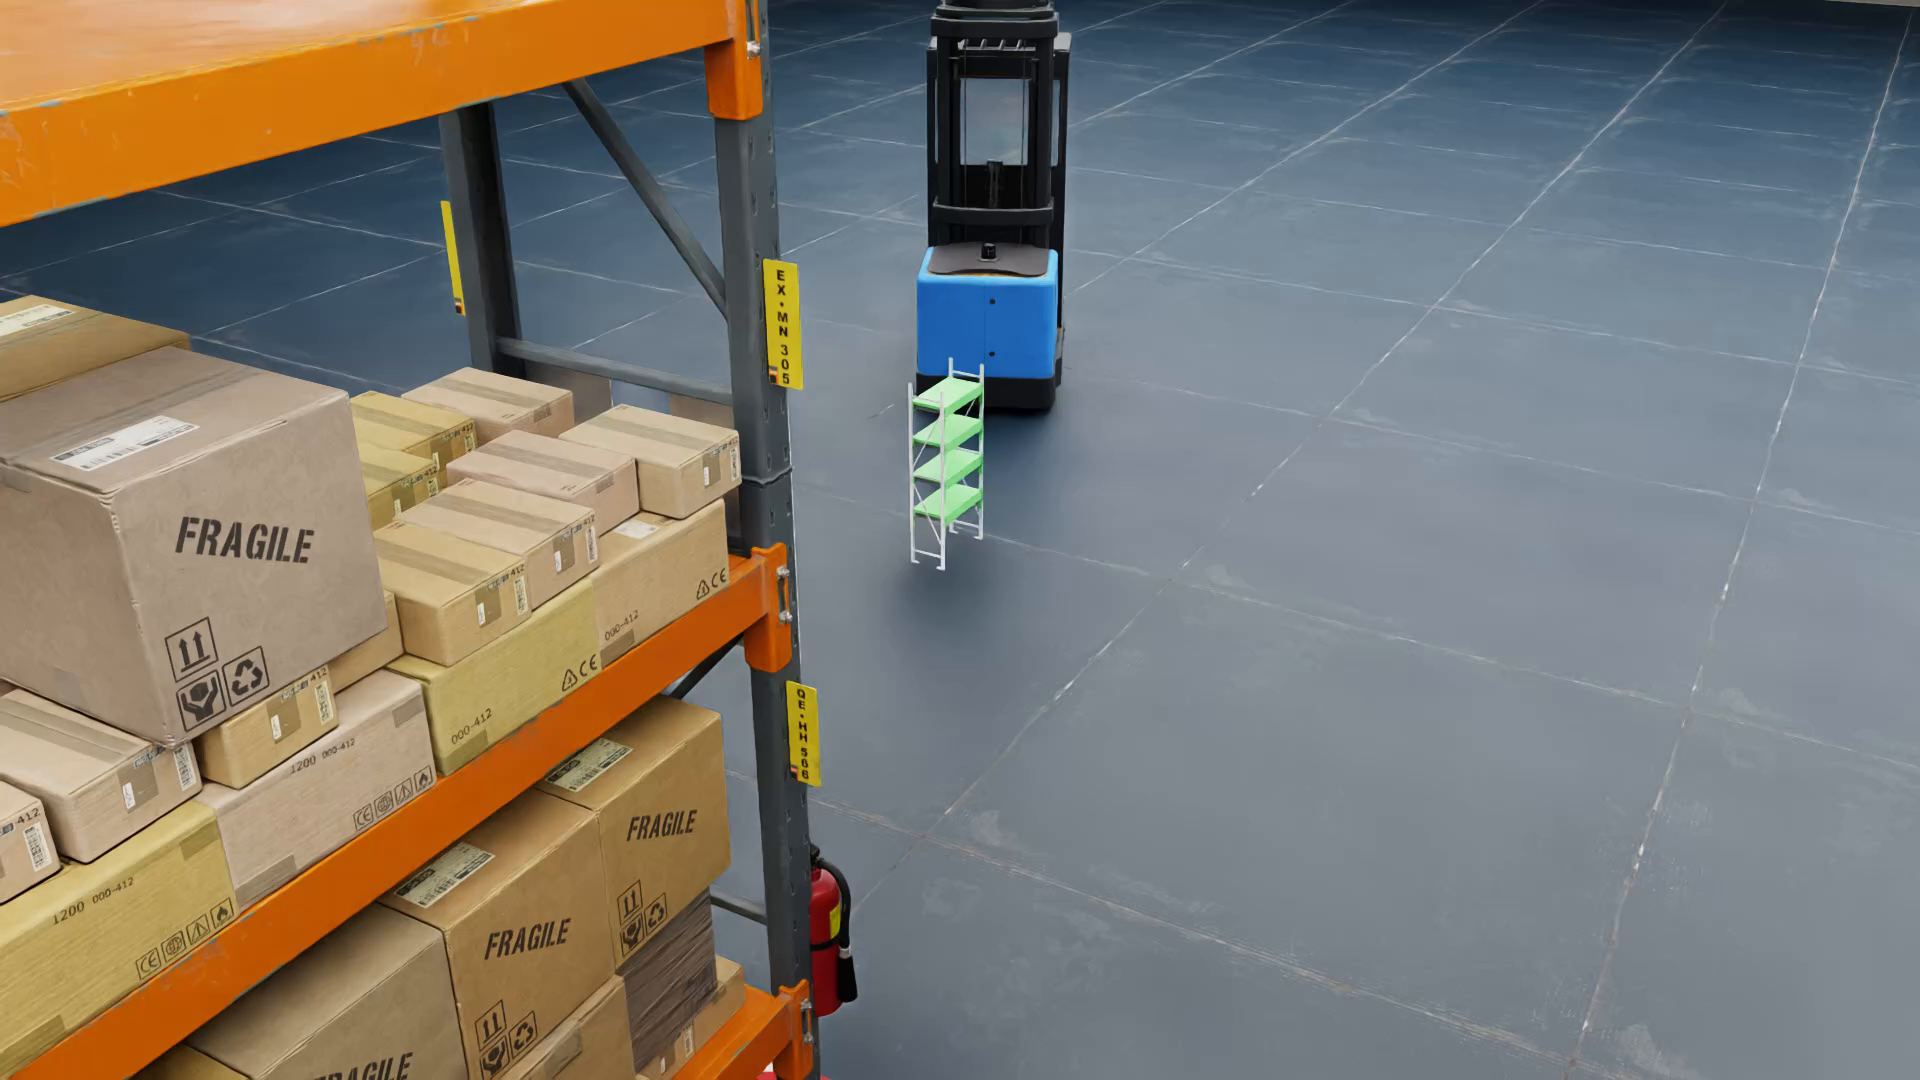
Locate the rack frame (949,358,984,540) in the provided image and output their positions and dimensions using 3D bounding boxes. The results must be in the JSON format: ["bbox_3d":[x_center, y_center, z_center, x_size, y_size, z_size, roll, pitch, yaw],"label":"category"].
[{"bbox_3d":[0.039,-0.567,10.543,0.240,1.200,0.015,14,30,26],"label":"rack frame"}]

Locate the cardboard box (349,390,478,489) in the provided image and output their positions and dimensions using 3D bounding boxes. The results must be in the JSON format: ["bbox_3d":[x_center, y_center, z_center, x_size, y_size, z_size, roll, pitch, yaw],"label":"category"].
[{"bbox_3d":[-1.460,-0.242,4.253,0.380,0.149,0.250,15,30,27],"label":"cardboard box"}]

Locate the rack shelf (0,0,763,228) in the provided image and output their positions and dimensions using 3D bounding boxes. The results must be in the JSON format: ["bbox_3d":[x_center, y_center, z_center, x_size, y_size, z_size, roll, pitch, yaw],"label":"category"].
[{"bbox_3d":[-1.895,-0.505,2.514,1.077,0.370,4.000,14,30,26],"label":"rack shelf"}]

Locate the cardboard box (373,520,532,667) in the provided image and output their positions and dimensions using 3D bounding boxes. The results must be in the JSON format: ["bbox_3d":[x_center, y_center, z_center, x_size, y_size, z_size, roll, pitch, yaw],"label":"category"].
[{"bbox_3d":[-1.148,0.108,3.554,0.380,0.149,0.250,14,30,26],"label":"cardboard box"}]

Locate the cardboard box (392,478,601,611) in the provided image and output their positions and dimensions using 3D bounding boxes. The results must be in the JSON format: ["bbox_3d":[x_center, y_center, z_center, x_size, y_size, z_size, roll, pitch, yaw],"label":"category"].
[{"bbox_3d":[-1.045,0.005,3.760,0.380,0.149,0.250,13,29,24],"label":"cardboard box"}]

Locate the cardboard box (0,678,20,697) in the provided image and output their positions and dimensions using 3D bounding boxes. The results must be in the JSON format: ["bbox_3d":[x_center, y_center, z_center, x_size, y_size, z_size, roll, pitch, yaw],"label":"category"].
[{"bbox_3d":[-2.000,0.285,3.200,0.380,0.149,0.250,14,30,26],"label":"cardboard box"}]

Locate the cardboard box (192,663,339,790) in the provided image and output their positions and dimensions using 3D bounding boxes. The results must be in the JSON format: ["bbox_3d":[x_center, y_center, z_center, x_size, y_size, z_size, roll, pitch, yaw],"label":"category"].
[{"bbox_3d":[-1.422,0.304,3.162,0.380,0.149,0.250,13,29,24],"label":"cardboard box"}]

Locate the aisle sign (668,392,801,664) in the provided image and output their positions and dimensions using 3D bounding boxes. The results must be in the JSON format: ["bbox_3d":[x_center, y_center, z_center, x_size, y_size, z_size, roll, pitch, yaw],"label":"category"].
[{"bbox_3d":[-0.619,-0.046,4.587,0.394,0.787,0.004,14,30,26],"label":"aisle sign"}]

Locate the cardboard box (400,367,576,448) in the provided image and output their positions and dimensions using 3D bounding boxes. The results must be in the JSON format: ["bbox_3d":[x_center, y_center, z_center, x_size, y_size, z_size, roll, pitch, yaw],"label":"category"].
[{"bbox_3d":[-1.248,-0.322,4.413,0.380,0.149,0.250,14,30,26],"label":"cardboard box"}]

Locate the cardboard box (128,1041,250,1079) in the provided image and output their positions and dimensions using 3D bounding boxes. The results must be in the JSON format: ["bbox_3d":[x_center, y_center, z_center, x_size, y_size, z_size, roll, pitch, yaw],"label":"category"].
[{"bbox_3d":[-1.709,1.302,3.237,0.500,0.500,0.500,14,30,26],"label":"cardboard box"}]

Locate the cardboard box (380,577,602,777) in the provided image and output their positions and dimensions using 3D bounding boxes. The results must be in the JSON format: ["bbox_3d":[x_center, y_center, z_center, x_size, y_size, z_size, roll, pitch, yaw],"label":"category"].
[{"bbox_3d":[-1.170,0.239,3.737,0.500,0.250,0.500,14,30,26],"label":"cardboard box"}]

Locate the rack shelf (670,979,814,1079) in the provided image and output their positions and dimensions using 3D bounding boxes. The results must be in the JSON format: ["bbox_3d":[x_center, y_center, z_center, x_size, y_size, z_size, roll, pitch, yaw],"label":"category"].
[{"bbox_3d":[-1.895,2.176,3.856,1.077,0.370,4.000,14,30,26],"label":"rack shelf"}]

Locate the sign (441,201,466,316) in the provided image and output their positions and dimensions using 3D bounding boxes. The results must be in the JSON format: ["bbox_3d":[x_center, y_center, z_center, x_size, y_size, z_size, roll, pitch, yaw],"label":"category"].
[{"bbox_3d":[-1.384,-0.777,4.624,0.100,0.325,0.005,14,30,26],"label":"sign"}]

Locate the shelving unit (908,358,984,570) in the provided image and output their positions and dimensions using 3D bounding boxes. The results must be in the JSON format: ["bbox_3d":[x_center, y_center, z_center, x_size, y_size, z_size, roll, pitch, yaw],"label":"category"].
[{"bbox_3d":[-0.081,-0.472,10.353,0.258,1.200,0.503,14,30,26],"label":"shelving unit"}]

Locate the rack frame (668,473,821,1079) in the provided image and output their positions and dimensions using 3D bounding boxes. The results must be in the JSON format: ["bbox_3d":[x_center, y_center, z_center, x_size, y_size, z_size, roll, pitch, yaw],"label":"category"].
[{"bbox_3d":[-0.911,1.075,5.252,1.000,3.000,0.127,14,30,26],"label":"rack frame"}]

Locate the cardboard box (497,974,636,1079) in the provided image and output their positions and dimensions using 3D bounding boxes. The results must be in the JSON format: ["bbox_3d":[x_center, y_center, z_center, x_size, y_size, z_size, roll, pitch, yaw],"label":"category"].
[{"bbox_3d":[-1.347,1.326,4.305,0.875,0.500,0.500,14,30,26],"label":"cardboard box"}]

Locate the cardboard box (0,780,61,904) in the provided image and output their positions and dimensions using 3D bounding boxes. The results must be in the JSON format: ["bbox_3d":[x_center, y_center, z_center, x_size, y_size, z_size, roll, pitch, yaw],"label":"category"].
[{"bbox_3d":[-1.745,0.498,2.776,0.380,0.149,0.250,15,30,27],"label":"cardboard box"}]

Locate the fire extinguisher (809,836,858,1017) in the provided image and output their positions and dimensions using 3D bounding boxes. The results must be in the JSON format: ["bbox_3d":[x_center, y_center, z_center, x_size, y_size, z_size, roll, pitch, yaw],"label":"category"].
[{"bbox_3d":[-0.454,1.166,5.156,0.296,0.674,0.183,14,30,26],"label":"fire extinguisher"}]

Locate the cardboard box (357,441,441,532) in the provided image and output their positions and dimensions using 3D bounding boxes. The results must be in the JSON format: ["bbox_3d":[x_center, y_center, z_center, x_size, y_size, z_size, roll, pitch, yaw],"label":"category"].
[{"bbox_3d":[-1.477,-0.116,4.002,0.380,0.149,0.250,14,30,25],"label":"cardboard box"}]

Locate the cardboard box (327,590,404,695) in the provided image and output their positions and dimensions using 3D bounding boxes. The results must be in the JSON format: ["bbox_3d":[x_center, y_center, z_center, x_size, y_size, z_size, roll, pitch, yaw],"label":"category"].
[{"bbox_3d":[-1.378,0.177,3.416,0.380,0.149,0.250,15,30,27],"label":"cardboard box"}]

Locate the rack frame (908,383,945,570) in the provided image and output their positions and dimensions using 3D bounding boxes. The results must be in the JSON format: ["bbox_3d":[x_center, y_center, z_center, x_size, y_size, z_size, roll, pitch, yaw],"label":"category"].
[{"bbox_3d":[-0.201,-0.377,10.163,0.240,1.200,0.015,14,30,26],"label":"rack frame"}]

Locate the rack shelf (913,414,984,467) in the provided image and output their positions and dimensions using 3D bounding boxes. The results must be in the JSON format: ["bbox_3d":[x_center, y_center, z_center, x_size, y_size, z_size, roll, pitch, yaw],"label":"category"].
[{"bbox_3d":[-0.081,-0.629,10.274,0.258,0.148,0.480,14,30,26],"label":"rack shelf"}]

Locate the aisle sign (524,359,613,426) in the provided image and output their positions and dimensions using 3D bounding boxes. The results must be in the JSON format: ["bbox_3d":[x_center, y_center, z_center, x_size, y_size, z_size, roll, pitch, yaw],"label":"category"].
[{"bbox_3d":[-1.142,-0.178,4.851,0.394,0.787,0.004,14,30,26],"label":"aisle sign"}]

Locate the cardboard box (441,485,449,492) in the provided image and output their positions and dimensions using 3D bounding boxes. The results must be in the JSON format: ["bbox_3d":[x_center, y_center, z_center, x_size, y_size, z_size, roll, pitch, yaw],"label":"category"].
[{"bbox_3d":[-1.373,-0.069,4.353,0.500,0.250,0.500,15,30,28],"label":"cardboard box"}]

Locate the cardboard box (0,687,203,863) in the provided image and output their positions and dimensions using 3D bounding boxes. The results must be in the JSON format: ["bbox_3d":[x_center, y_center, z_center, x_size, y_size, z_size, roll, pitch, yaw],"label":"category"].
[{"bbox_3d":[-1.598,0.401,2.969,0.380,0.149,0.250,13,29,24],"label":"cardboard box"}]

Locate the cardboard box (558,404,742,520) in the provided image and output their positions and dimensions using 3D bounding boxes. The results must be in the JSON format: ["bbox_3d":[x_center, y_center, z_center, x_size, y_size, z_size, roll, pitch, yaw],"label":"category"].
[{"bbox_3d":[-0.776,-0.201,4.172,0.380,0.149,0.250,14,30,26],"label":"cardboard box"}]

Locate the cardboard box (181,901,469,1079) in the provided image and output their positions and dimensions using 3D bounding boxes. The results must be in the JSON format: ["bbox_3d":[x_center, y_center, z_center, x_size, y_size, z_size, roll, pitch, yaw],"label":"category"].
[{"bbox_3d":[-1.456,1.109,3.623,0.500,0.500,0.500,14,30,26],"label":"cardboard box"}]

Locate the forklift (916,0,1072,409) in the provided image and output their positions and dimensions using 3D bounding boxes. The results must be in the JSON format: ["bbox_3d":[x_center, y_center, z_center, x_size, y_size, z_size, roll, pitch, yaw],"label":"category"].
[{"bbox_3d":[0.310,-2.930,13.329,1.130,2.935,3.031,2,27,4],"label":"forklift"}]

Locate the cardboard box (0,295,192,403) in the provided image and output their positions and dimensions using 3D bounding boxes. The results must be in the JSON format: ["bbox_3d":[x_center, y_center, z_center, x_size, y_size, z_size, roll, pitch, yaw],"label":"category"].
[{"bbox_3d":[-1.877,-0.149,3.343,0.500,0.500,0.500,14,30,26],"label":"cardboard box"}]

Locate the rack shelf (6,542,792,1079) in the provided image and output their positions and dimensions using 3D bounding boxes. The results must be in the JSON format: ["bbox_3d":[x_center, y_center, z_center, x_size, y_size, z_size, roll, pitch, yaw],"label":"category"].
[{"bbox_3d":[-1.895,0.834,3.185,1.077,0.370,4.000,14,30,26],"label":"rack shelf"}]

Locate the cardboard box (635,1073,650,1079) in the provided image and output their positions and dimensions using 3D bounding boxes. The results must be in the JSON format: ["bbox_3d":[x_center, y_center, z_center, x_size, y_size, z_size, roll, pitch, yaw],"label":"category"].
[{"bbox_3d":[-1.073,1.550,4.584,0.380,0.149,0.250,14,30,26],"label":"cardboard box"}]

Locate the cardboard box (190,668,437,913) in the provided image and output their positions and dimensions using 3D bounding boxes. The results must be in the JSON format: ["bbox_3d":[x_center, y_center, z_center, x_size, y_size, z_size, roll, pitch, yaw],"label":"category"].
[{"bbox_3d":[-1.430,0.437,3.342,0.500,0.250,0.500,15,30,27],"label":"cardboard box"}]

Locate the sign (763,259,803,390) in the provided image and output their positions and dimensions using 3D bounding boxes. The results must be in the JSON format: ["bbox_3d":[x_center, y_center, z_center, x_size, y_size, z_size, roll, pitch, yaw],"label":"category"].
[{"bbox_3d":[-0.438,-0.533,4.123,0.100,0.325,0.005,14,30,26],"label":"sign"}]

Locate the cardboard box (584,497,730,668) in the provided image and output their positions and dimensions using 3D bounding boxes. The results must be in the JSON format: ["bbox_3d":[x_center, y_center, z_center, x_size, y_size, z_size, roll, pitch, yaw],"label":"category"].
[{"bbox_3d":[-0.927,0.044,4.127,0.500,0.250,0.500,15,30,27],"label":"cardboard box"}]

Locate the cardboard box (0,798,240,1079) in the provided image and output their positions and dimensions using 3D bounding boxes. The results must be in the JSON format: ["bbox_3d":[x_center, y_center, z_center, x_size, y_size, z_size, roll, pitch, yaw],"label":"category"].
[{"bbox_3d":[-1.673,0.634,2.948,0.500,0.250,0.500,14,30,25],"label":"cardboard box"}]

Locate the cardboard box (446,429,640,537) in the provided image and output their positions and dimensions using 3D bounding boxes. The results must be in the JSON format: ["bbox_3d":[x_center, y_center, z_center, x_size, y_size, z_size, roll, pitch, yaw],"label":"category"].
[{"bbox_3d":[-1.006,-0.125,4.021,0.380,0.149,0.250,13,29,24],"label":"cardboard box"}]

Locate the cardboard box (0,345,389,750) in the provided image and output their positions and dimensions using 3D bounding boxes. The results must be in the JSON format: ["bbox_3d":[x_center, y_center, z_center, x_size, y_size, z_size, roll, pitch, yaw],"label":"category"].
[{"bbox_3d":[-1.453,-0.008,3.062,0.500,0.500,0.500,14,30,26],"label":"cardboard box"}]

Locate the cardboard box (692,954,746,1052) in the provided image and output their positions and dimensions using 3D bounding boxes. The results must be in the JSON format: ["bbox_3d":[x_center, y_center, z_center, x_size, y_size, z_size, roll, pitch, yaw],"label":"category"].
[{"bbox_3d":[-0.872,1.343,4.996,0.380,0.149,0.250,14,30,26],"label":"cardboard box"}]

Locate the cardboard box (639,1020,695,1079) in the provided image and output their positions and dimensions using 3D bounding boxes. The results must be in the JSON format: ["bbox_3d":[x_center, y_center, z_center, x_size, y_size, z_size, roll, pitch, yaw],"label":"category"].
[{"bbox_3d":[-0.995,1.441,4.802,0.380,0.149,0.250,14,30,26],"label":"cardboard box"}]

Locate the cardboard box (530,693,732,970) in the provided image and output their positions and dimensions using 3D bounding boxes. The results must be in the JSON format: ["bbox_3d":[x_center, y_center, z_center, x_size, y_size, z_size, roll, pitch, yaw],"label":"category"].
[{"bbox_3d":[-0.967,0.719,4.403,0.500,0.500,0.500,14,30,26],"label":"cardboard box"}]

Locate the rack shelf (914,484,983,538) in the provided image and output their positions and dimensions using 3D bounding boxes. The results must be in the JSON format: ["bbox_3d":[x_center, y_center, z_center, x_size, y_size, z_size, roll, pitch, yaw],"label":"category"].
[{"bbox_3d":[-0.081,-0.200,10.489,0.258,0.148,0.480,14,30,26],"label":"rack shelf"}]

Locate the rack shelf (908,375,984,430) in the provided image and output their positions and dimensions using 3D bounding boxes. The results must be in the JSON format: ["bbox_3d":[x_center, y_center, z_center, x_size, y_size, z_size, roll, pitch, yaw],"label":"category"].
[{"bbox_3d":[-0.081,-0.844,10.166,0.258,0.148,0.480,14,30,26],"label":"rack shelf"}]

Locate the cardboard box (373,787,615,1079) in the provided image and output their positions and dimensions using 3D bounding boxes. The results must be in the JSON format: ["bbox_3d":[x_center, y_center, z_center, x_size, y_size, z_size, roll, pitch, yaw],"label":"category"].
[{"bbox_3d":[-1.208,0.915,4.011,0.500,0.500,0.500,14,30,26],"label":"cardboard box"}]

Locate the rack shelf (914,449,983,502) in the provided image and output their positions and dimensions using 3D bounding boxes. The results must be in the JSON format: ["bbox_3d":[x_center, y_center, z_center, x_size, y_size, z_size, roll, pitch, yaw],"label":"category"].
[{"bbox_3d":[-0.081,-0.415,10.381,0.258,0.148,0.480,14,30,26],"label":"rack shelf"}]

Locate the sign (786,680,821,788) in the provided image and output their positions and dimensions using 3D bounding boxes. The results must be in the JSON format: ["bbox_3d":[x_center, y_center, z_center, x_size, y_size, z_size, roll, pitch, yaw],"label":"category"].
[{"bbox_3d":[-0.438,0.546,4.663,0.100,0.325,0.005,14,30,26],"label":"sign"}]

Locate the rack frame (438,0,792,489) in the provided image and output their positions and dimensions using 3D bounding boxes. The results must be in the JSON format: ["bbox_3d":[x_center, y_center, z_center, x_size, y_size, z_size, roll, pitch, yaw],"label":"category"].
[{"bbox_3d":[-0.911,-1.608,3.909,1.000,3.000,0.127,14,30,26],"label":"rack frame"}]

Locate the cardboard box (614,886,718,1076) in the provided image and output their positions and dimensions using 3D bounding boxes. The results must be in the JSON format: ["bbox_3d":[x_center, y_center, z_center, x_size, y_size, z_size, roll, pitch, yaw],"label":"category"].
[{"bbox_3d":[-1.206,1.105,4.747,0.875,0.500,0.500,14,30,26],"label":"cardboard box"}]
